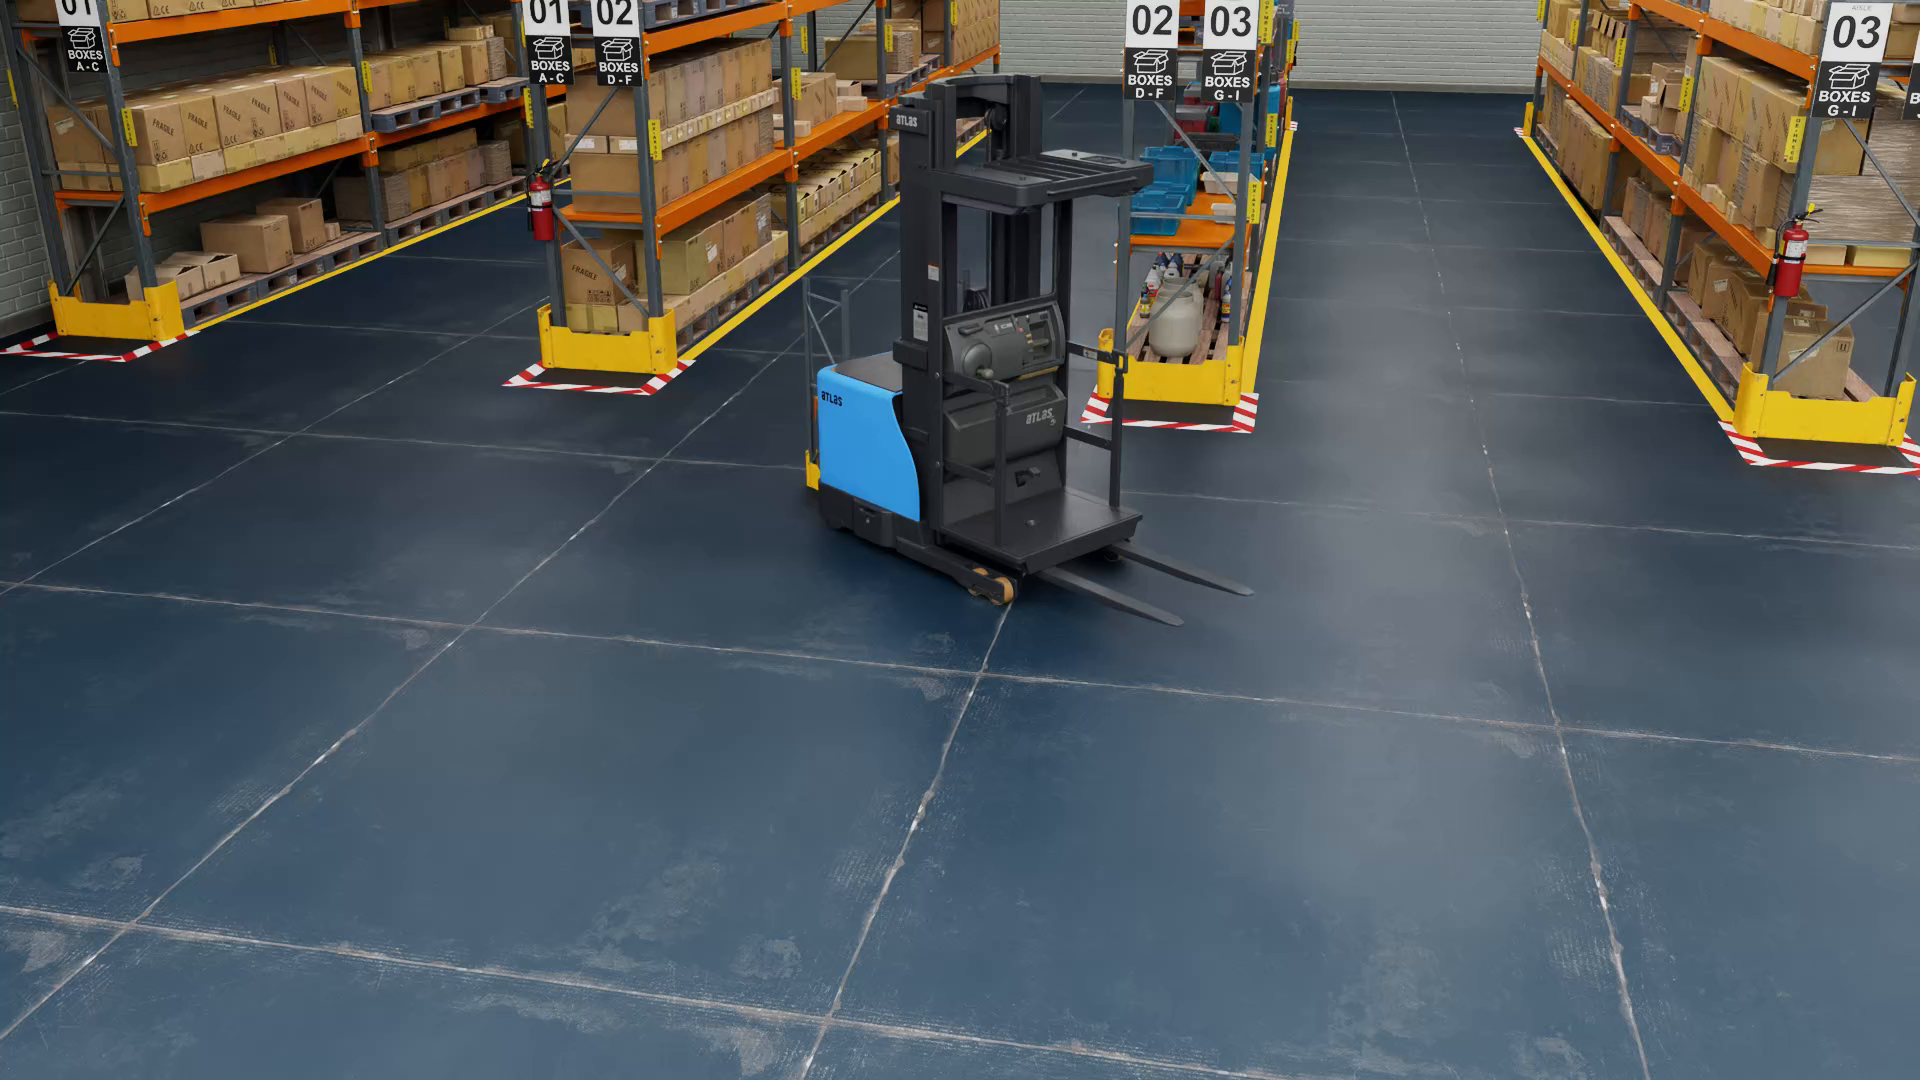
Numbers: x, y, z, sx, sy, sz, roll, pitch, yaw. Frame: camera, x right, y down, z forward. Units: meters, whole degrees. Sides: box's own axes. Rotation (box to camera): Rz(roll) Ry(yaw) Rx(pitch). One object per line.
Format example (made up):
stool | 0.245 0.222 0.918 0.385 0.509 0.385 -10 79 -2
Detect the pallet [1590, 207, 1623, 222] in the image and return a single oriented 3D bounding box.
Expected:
pallet | 8.483 -4.097 20.744 1.003 0.211 1.213 4 22 11

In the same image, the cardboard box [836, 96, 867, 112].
cardboard box | -1.362 -5.398 20.577 0.380 0.149 0.250 4 22 11

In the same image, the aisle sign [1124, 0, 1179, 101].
aisle sign | 1.461 -3.762 12.699 0.394 0.787 0.004 4 22 11

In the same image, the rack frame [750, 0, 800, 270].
rack frame | -2.265 -4.401 17.767 1.000 3.000 0.127 4 22 11

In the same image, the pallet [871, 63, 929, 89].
pallet | -1.057 -6.487 23.202 1.003 0.211 1.213 4 22 11

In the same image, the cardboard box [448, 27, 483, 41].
cardboard box | -6.392 -6.545 21.498 0.380 0.149 0.250 1 22 2

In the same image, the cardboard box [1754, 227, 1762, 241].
cardboard box | 6.590 -2.462 13.289 0.380 0.149 0.250 4 22 11

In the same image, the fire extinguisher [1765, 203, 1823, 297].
fire extinguisher | 6.141 -2.139 12.254 0.296 0.674 0.183 4 22 11

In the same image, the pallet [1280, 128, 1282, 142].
pallet | 4.574 -6.374 26.398 1.003 0.211 1.213 4 22 11

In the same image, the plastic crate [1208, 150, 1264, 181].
plastic crate | 2.623 -3.528 15.797 0.499 0.251 0.616 4 22 11

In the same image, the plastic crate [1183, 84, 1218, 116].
plastic crate | 2.770 -4.947 19.037 0.402 0.464 0.583 4 22 11

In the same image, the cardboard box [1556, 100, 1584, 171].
cardboard box | 8.953 -5.544 22.887 1.225 0.875 0.875 5 22 11

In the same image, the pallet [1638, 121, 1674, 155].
pallet | 7.884 -4.292 17.751 1.003 0.211 1.213 4 22 11

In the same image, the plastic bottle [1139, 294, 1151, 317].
plastic bottle | 1.712 -2.171 15.385 0.097 0.201 0.097 0 22 0

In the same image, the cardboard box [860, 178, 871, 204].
cardboard box | -1.419 -4.384 20.842 0.500 0.250 0.500 4 22 10

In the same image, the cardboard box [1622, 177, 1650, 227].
cardboard box | 8.131 -3.906 19.294 0.700 0.500 0.500 3 22 8

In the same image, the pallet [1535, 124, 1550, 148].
pallet | 9.794 -6.442 26.566 1.003 0.211 1.213 4 22 11

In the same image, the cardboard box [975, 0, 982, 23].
cardboard box | 0.053 -8.554 26.605 0.500 0.500 0.500 5 23 13

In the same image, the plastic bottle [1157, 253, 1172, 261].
plastic bottle | 2.050 -2.760 16.748 0.152 0.276 0.135 5 23 13

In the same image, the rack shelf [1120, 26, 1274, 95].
rack shelf | 2.175 -4.349 14.584 1.077 0.370 4.000 4 22 11

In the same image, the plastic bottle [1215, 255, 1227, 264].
plastic bottle | 2.593 -2.751 16.627 0.144 0.351 0.185 4 22 11

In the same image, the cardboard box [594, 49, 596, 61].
cardboard box | -5.536 -7.339 24.501 0.500 0.500 0.500 4 22 11

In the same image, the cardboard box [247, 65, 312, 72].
cardboard box | -7.416 -4.909 18.198 0.500 0.500 0.500 4 22 10

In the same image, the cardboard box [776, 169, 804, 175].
cardboard box | -2.153 -4.307 19.902 0.500 0.311 0.500 4 22 10

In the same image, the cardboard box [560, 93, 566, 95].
cardboard box | -5.667 -6.328 24.867 0.750 0.750 0.750 5 23 13

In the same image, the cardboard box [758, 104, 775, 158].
cardboard box | -2.350 -4.285 17.344 0.700 0.500 0.500 4 22 10

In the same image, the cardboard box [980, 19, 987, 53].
cardboard box | 0.149 -8.280 27.263 0.500 0.500 0.500 5 22 11

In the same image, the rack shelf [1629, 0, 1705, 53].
rack shelf | 7.840 -5.434 17.279 1.077 0.370 4.000 4 22 11

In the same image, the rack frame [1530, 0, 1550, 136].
rack frame | 9.880 -8.034 26.786 1.000 3.000 0.127 4 22 11

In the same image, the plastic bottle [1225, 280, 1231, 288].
plastic bottle | 2.532 -2.299 15.611 0.097 0.271 0.097 0 22 0

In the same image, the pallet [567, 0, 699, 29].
pallet | -2.912 -4.546 14.228 1.003 0.211 1.213 4 22 11

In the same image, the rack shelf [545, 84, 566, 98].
rack shelf | -5.891 -6.638 24.284 1.077 0.370 4.000 4 22 11

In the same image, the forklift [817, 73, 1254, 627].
forklift | 0.421 -1.186 9.875 1.130 2.935 3.031 -19 29 -39

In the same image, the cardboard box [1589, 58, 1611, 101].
cardboard box | 8.421 -5.912 21.383 0.500 0.500 0.500 5 22 12

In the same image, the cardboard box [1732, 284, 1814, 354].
cardboard box | 6.994 -1.893 14.323 0.500 0.500 0.500 7 23 16

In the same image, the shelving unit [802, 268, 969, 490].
shelving unit | -0.494 -1.130 11.651 1.083 1.500 0.587 -17 27 -35

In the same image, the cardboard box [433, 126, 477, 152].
cardboard box | -6.573 -5.162 21.409 0.500 0.250 0.500 5 22 12

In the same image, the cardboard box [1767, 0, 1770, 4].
cardboard box | 6.741 -4.386 13.381 0.380 0.149 0.250 3 22 8

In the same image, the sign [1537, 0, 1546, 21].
sign | 9.338 -8.516 26.720 0.100 0.325 0.005 4 22 11

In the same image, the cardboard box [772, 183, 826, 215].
cardboard box | -1.830 -3.896 18.879 0.500 0.311 0.500 4 22 10

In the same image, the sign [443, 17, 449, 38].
sign | -6.843 -6.819 22.219 0.100 0.325 0.005 4 22 11

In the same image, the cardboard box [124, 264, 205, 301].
cardboard box | -7.702 -2.518 16.100 0.500 0.311 0.500 2 22 5

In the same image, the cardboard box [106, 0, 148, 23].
cardboard box | -7.619 -4.865 14.743 0.500 0.500 0.500 5 22 12

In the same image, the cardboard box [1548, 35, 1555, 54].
cardboard box | 9.313 -7.573 25.444 0.500 0.250 0.500 4 22 9

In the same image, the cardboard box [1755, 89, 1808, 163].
cardboard box | 6.582 -3.233 12.997 0.500 0.500 0.500 4 22 11

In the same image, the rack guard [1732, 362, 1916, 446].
rack guard | 6.631 -1.050 12.792 1.175 0.500 0.348 4 22 11

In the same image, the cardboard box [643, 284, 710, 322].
cardboard box | -2.656 -2.220 15.470 0.500 0.250 0.500 4 22 11

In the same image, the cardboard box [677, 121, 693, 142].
cardboard box | -2.634 -3.693 15.006 0.380 0.149 0.250 4 22 10

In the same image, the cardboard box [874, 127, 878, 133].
cardboard box | -1.382 -5.458 23.148 0.500 0.500 0.500 4 22 9

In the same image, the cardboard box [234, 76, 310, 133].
cardboard box | -7.119 -4.502 17.188 0.500 0.500 0.500 4 22 9

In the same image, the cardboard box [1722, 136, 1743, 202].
cardboard box | 6.997 -3.119 14.051 0.875 0.500 0.500 4 22 11

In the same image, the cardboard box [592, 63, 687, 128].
cardboard box | -2.861 -3.969 14.822 0.700 0.500 0.500 4 22 10

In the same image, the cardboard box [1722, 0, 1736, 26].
cardboard box | 6.986 -4.628 14.515 0.500 0.250 0.500 4 22 10

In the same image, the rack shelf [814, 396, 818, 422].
rack shelf | -0.501 -0.961 11.713 1.000 0.185 0.538 -17 27 -35

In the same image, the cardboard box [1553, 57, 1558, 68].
cardboard box | 9.121 -7.154 24.937 0.380 0.149 0.250 5 22 12

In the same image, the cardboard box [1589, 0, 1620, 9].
cardboard box | 10.038 -8.252 26.126 0.500 0.500 0.500 5 22 12

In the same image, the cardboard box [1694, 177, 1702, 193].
cardboard box | 7.006 -3.289 15.340 0.380 0.149 0.250 4 22 11

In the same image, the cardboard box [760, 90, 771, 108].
cardboard box | -2.163 -4.543 17.116 0.380 0.149 0.250 4 22 10

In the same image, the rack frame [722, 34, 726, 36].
rack frame | -4.667 -9.166 29.598 1.000 3.000 0.127 4 22 11
